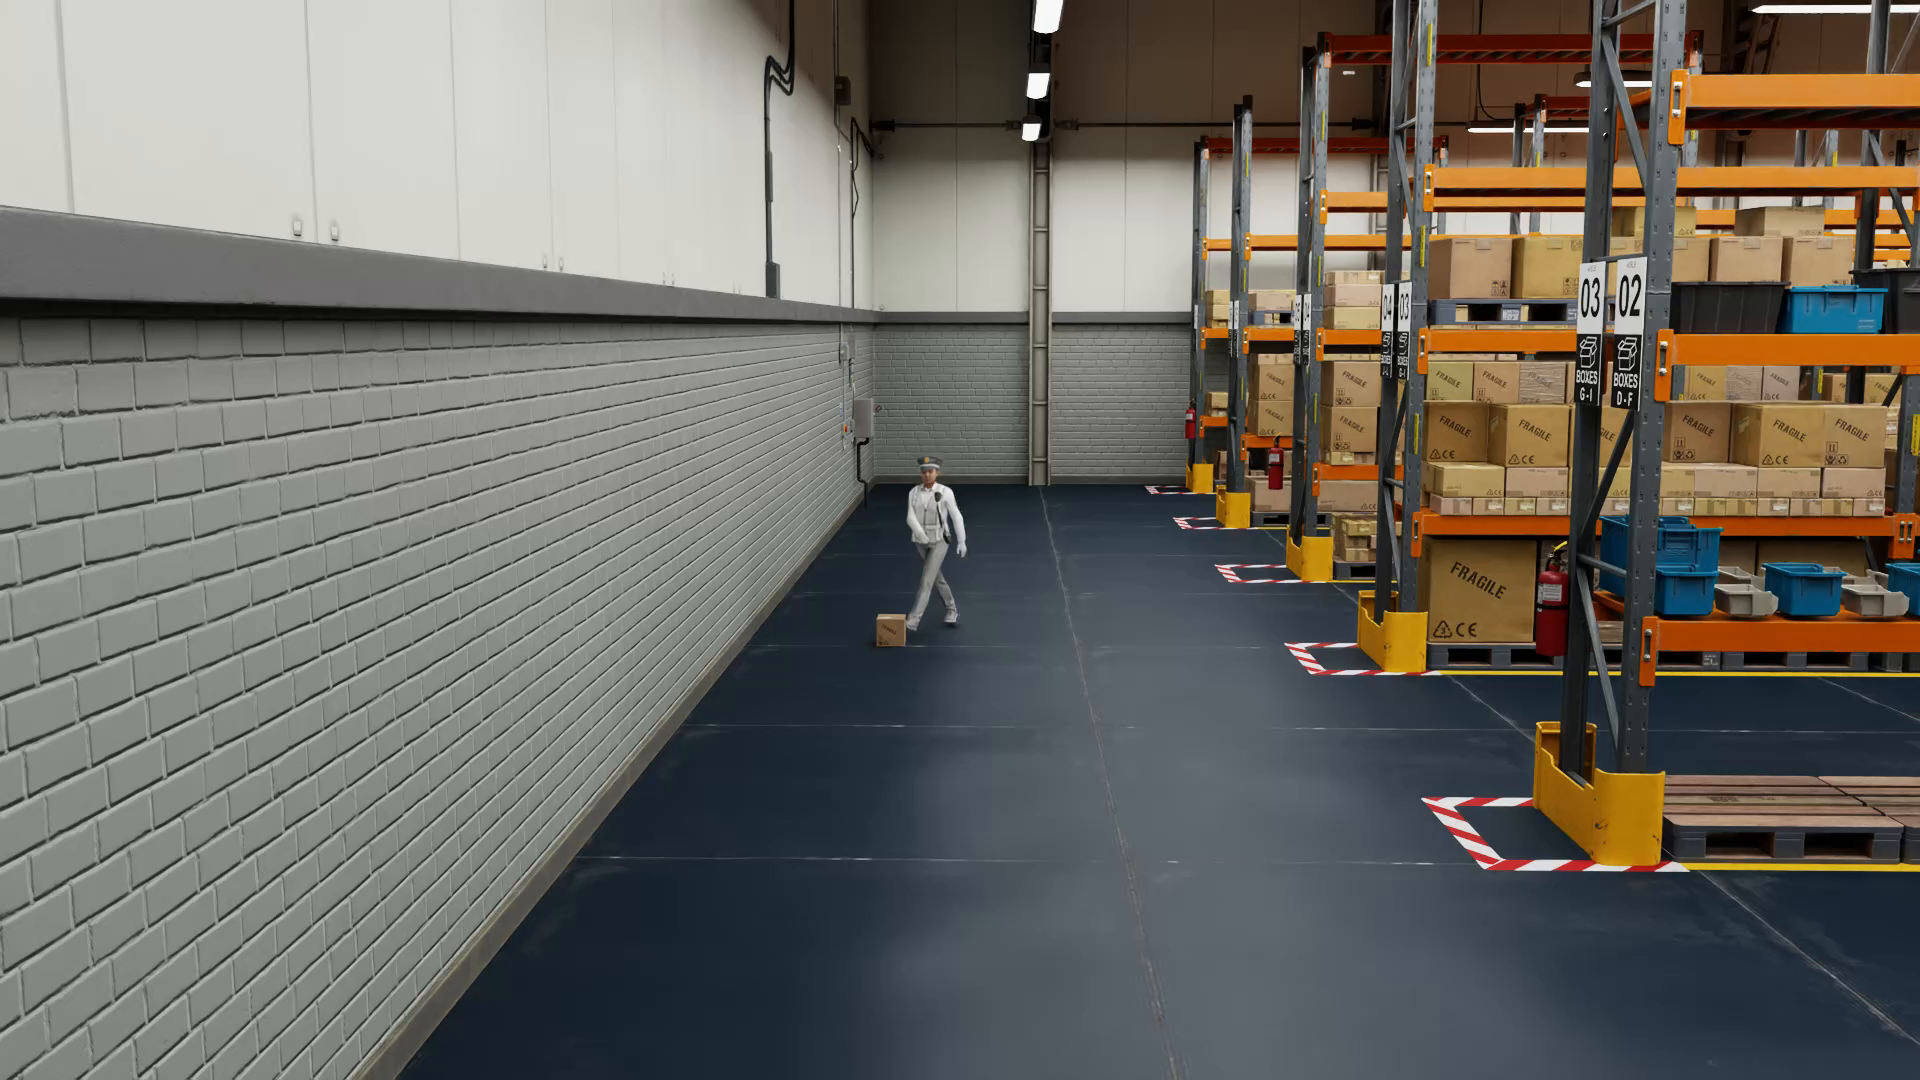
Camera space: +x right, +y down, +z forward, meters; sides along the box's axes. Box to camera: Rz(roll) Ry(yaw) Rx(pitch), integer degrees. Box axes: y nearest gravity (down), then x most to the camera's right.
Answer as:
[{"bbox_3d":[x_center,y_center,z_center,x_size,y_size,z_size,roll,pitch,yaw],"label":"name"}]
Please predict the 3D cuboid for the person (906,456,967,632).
[{"bbox_3d":[-0.286,0.020,15.520,0.471,1.617,1.004,4,8,29],"label":"person"}]
